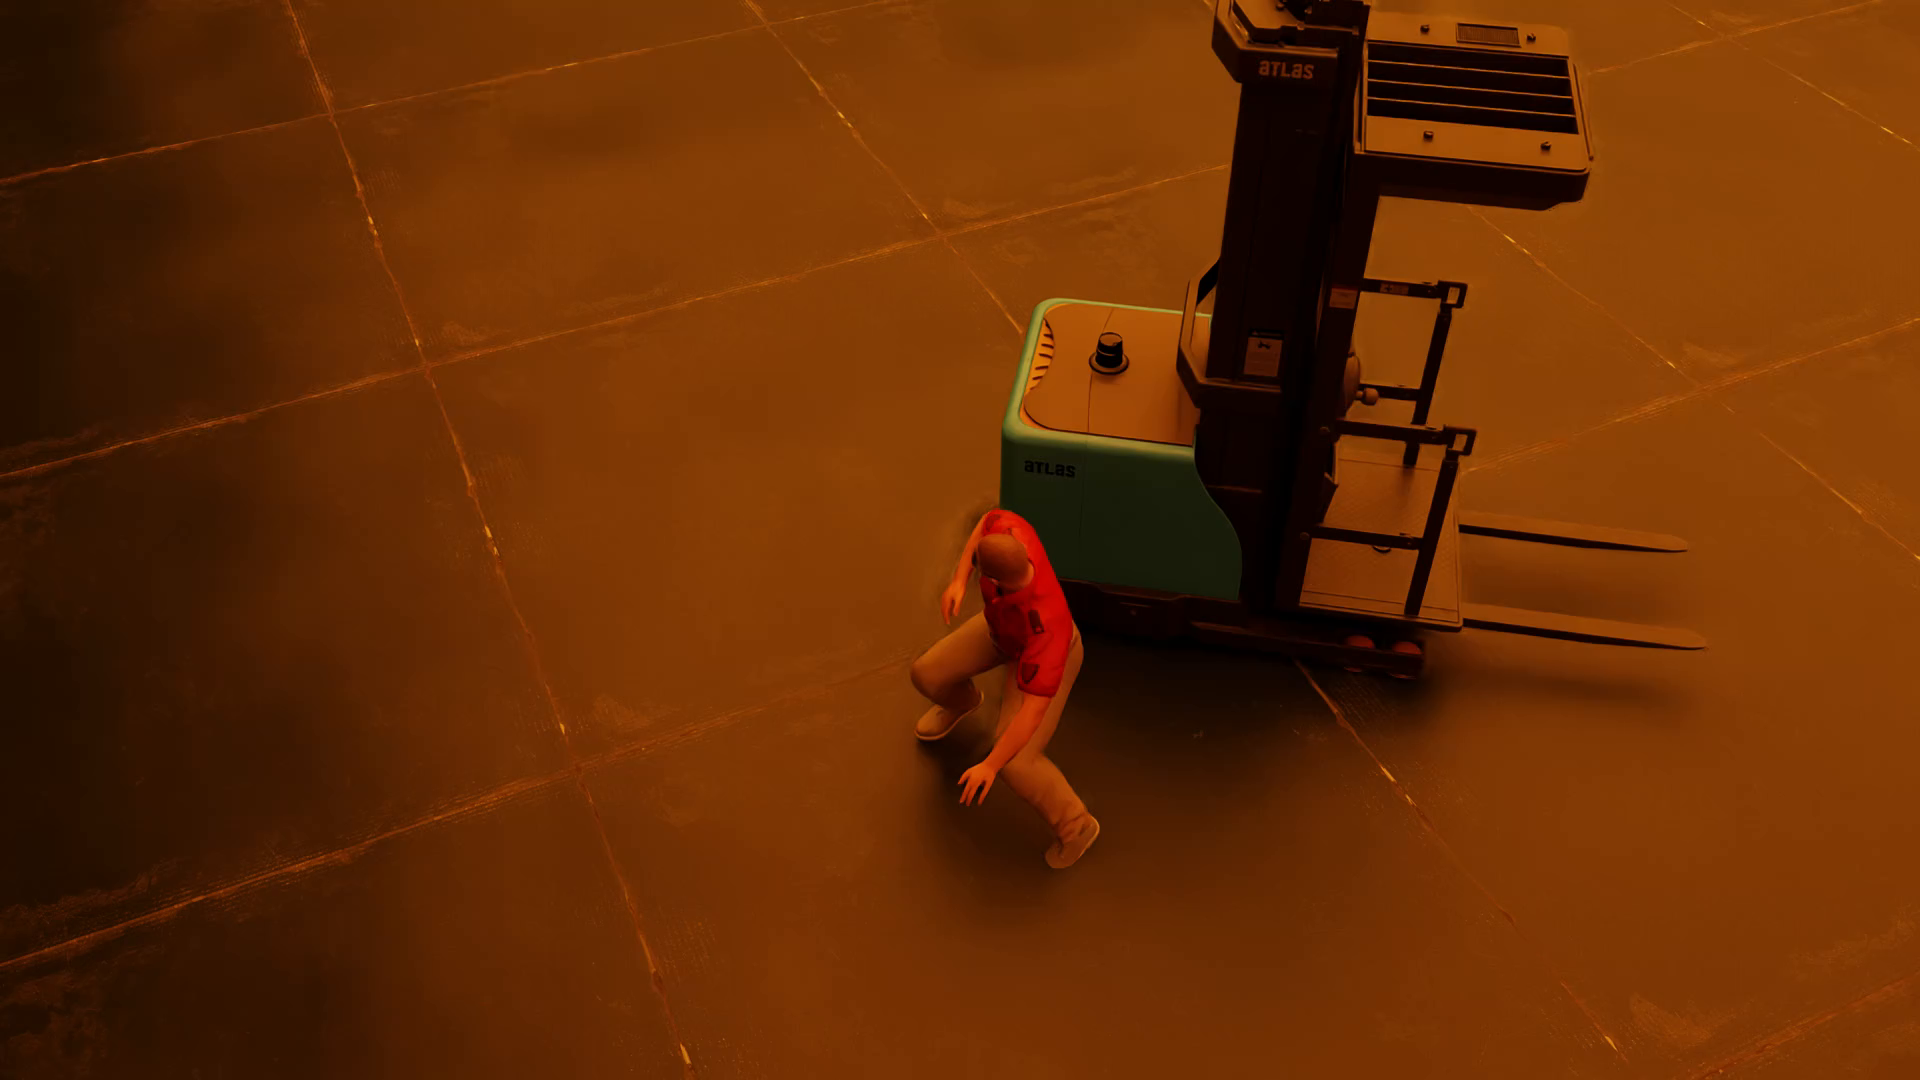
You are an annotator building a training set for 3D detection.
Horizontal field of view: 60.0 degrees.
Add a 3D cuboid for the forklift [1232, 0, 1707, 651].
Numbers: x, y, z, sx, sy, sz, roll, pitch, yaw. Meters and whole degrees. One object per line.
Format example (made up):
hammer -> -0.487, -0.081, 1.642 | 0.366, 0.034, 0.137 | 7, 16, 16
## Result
forklift -> 1.798, -0.841, 6.628 | 2.884, 2.867, 1.101 | 7, 44, 8
